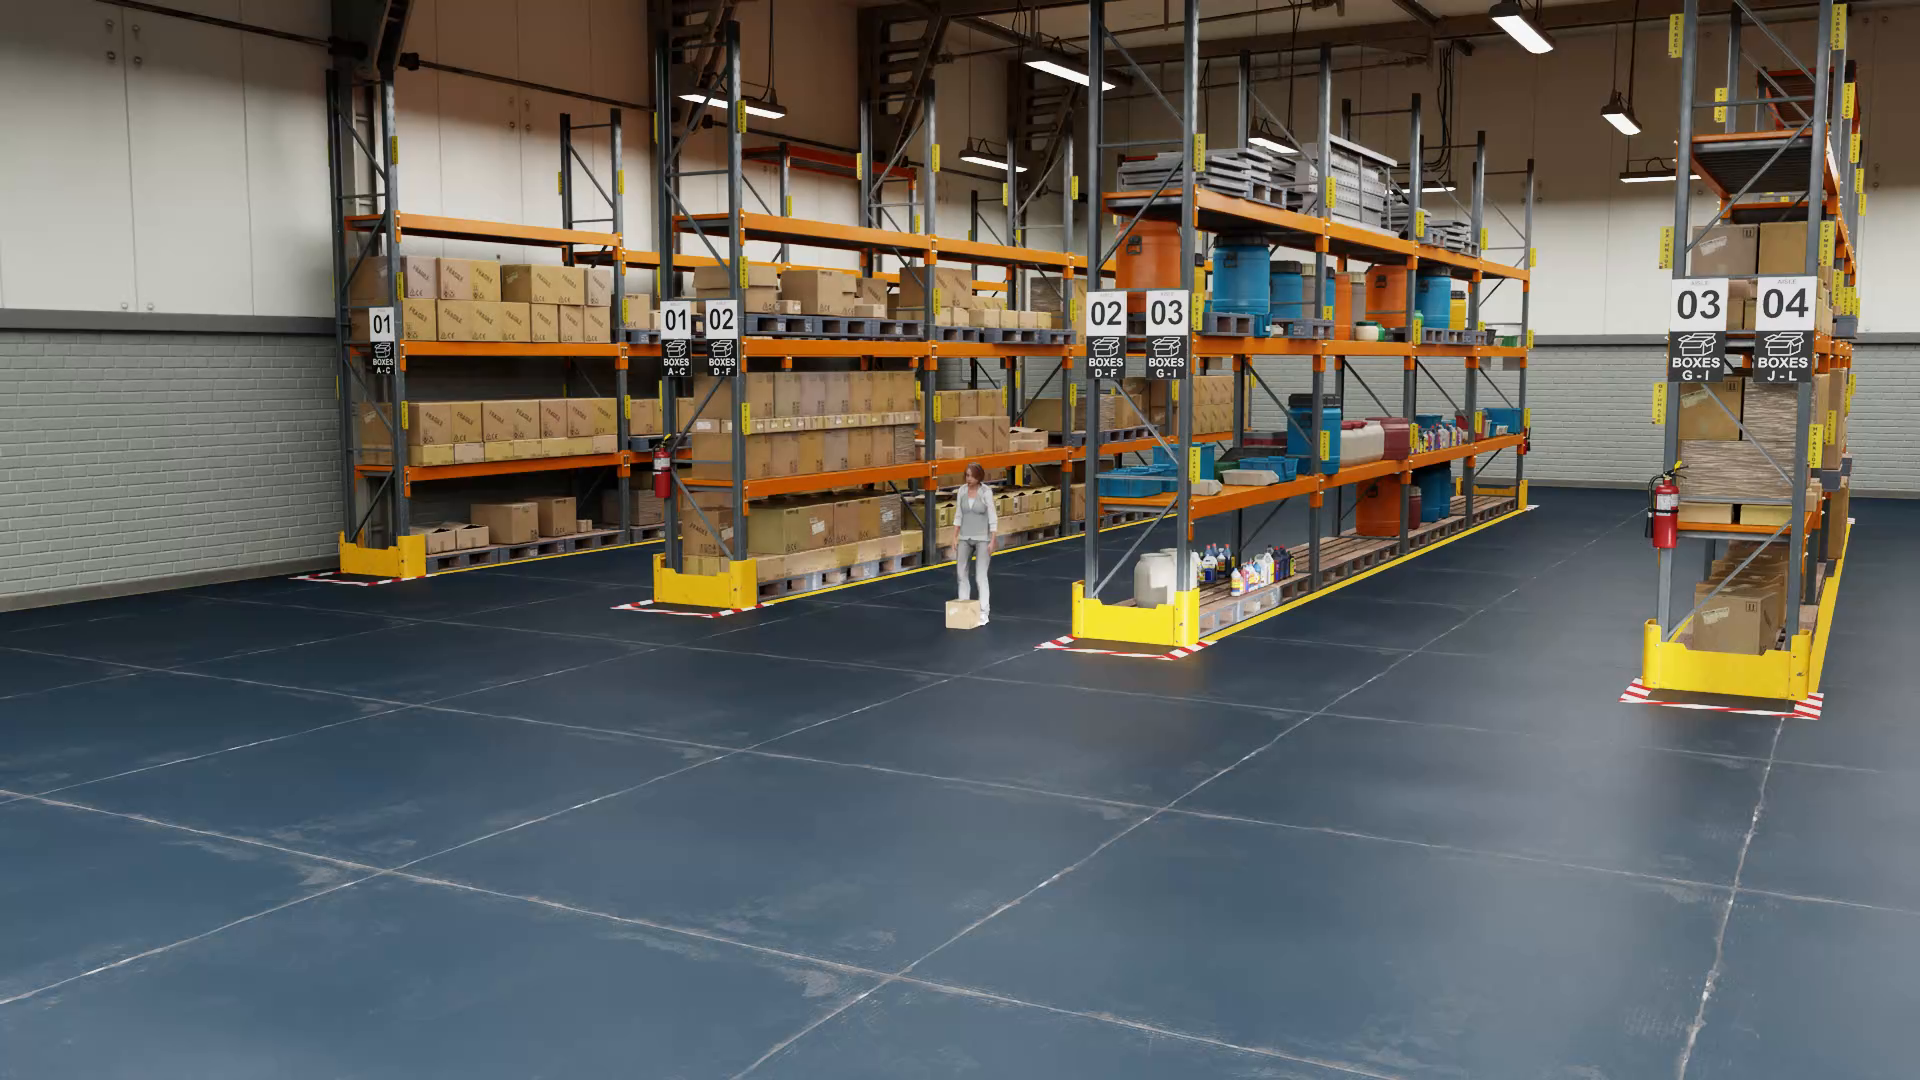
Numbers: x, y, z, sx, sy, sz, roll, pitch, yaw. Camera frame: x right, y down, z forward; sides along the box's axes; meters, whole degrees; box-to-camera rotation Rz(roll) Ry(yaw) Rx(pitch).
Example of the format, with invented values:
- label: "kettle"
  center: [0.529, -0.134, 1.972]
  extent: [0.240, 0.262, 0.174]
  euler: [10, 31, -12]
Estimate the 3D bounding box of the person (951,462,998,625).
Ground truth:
- label: "person"
  center: [0.139, 0.028, 16.303]
  extent: [0.484, 1.594, 0.342]
  euler: [3, 7, 26]
